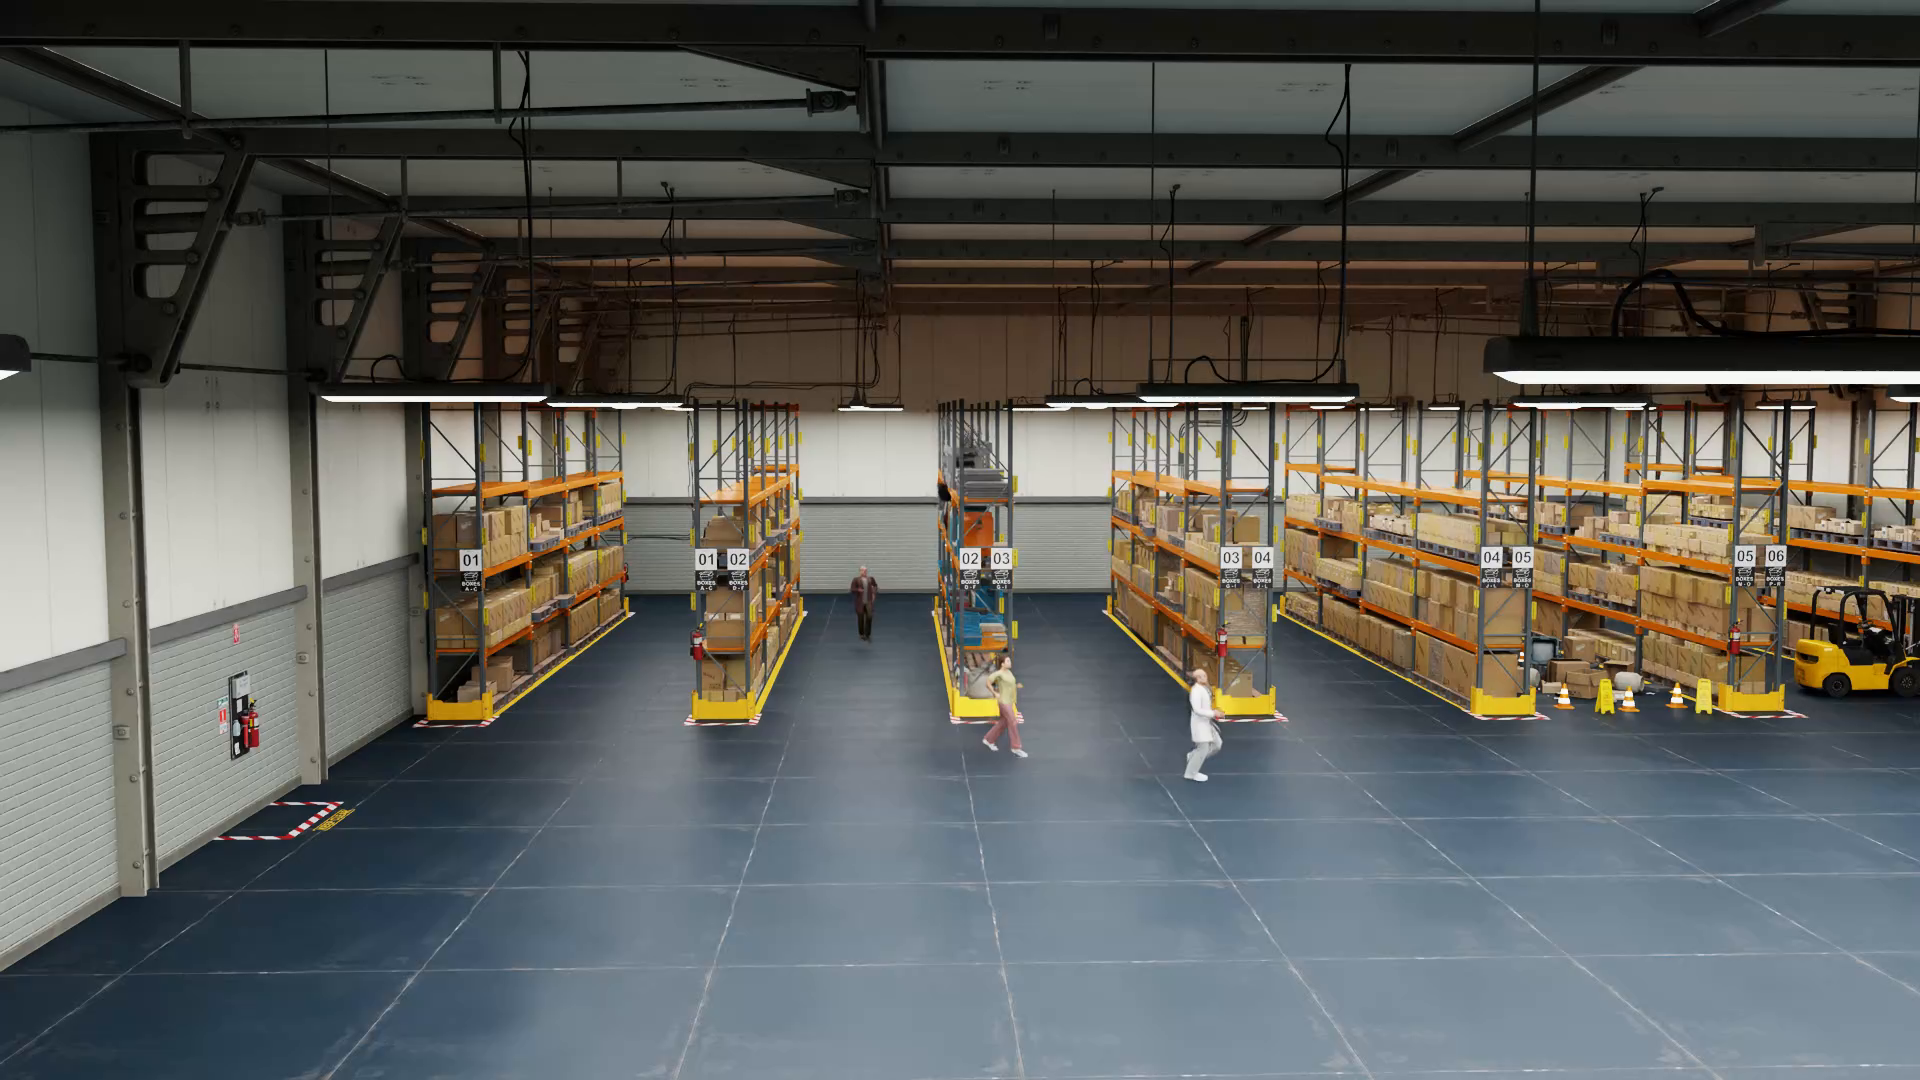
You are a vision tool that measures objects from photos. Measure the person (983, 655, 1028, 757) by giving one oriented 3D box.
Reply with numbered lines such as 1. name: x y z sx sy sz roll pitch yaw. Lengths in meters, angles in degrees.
1. person: 0.759 2.749 27.803 0.870 1.686 0.562 2 5 25

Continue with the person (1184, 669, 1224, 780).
1. person: 3.817 2.883 25.934 0.631 1.739 0.690 2 5 20

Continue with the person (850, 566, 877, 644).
1. person: -2.281 1.557 39.796 0.688 1.872 0.743 -1 4 -10
